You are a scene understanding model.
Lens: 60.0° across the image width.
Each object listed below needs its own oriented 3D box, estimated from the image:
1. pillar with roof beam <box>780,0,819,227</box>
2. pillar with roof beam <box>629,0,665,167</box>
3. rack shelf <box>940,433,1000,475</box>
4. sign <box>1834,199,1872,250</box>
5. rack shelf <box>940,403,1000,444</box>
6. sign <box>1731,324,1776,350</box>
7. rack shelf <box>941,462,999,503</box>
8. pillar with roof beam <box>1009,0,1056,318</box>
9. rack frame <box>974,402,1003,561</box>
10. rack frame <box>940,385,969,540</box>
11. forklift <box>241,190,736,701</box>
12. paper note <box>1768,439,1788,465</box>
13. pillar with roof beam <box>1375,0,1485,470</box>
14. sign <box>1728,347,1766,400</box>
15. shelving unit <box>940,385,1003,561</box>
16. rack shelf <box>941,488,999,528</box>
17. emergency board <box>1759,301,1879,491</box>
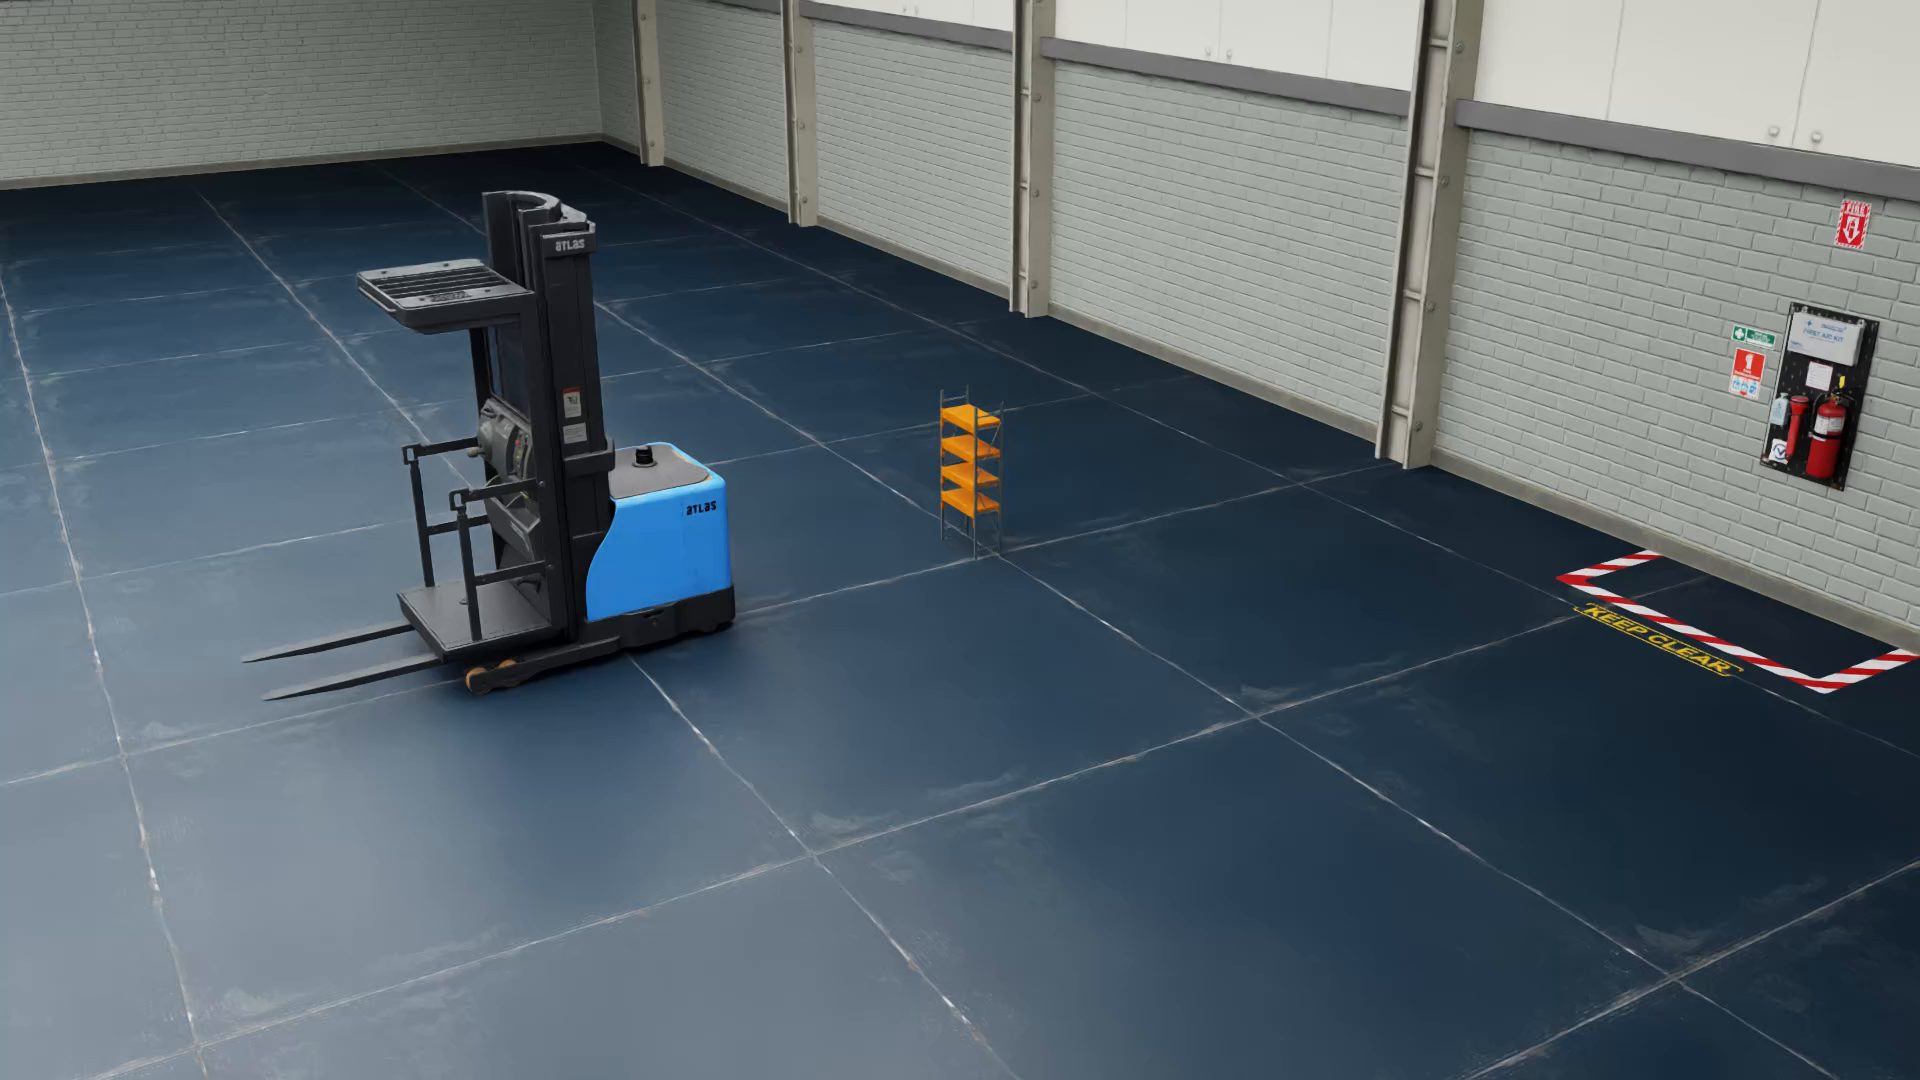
[{"bbox_3d":[-5.959,-7.921,20.349,9.100,9.000,0.400,-13,25,-28],"label":"pillar with roof beam"},{"bbox_3d":[-9.024,-9.863,25.127,9.100,9.000,0.400,-13,25,-28],"label":"pillar with roof beam"},{"bbox_3d":[0.085,-0.647,12.395,0.258,0.148,0.480,-13,25,-28],"label":"rack shelf"},{"bbox_3d":[5.789,-2.046,10.783,0.001,0.298,0.199,-13,25,-28],"label":"sign"},{"bbox_3d":[0.085,-0.866,12.306,0.258,0.148,0.480,-13,25,-28],"label":"rack shelf"},{"bbox_3d":[5.508,-1.408,11.541,0.001,0.109,0.331,-13,25,-28],"label":"sign"},{"bbox_3d":[0.085,-0.440,12.479,0.258,0.148,0.480,-13,25,-28],"label":"rack shelf"},{"bbox_3d":[-2.894,-5.979,15.570,9.100,9.000,0.400,-13,25,-28],"label":"pillar with roof beam"},{"bbox_3d":[0.209,-0.423,12.259,0.240,1.200,0.015,-13,25,-28],"label":"rack frame"},{"bbox_3d":[-0.040,-0.581,12.648,0.240,1.200,0.015,-13,25,-28],"label":"rack frame"},{"bbox_3d":[-3.047,-0.615,10.431,3.031,2.935,1.130,-14,26,-30],"label":"forklift"},{"bbox_3d":[5.676,-0.613,11.506,0.016,0.148,0.142,-13,25,-28],"label":"paper note"},{"bbox_3d":[0.171,-4.037,10.792,9.100,9.000,0.400,-13,25,-28],"label":"pillar with roof beam"},{"bbox_3d":[5.513,-1.166,11.649,0.001,0.329,0.234,-13,25,-28],"label":"sign"},{"bbox_3d":[0.085,-0.502,12.454,0.258,1.200,0.503,-13,25,-28],"label":"shelving unit"},{"bbox_3d":[0.085,-0.256,12.554,0.258,0.148,0.480,-13,25,-28],"label":"rack shelf"},{"bbox_3d":[5.707,-0.950,11.166,0.194,1.169,0.643,-13,25,-28],"label":"emergency board"}]
